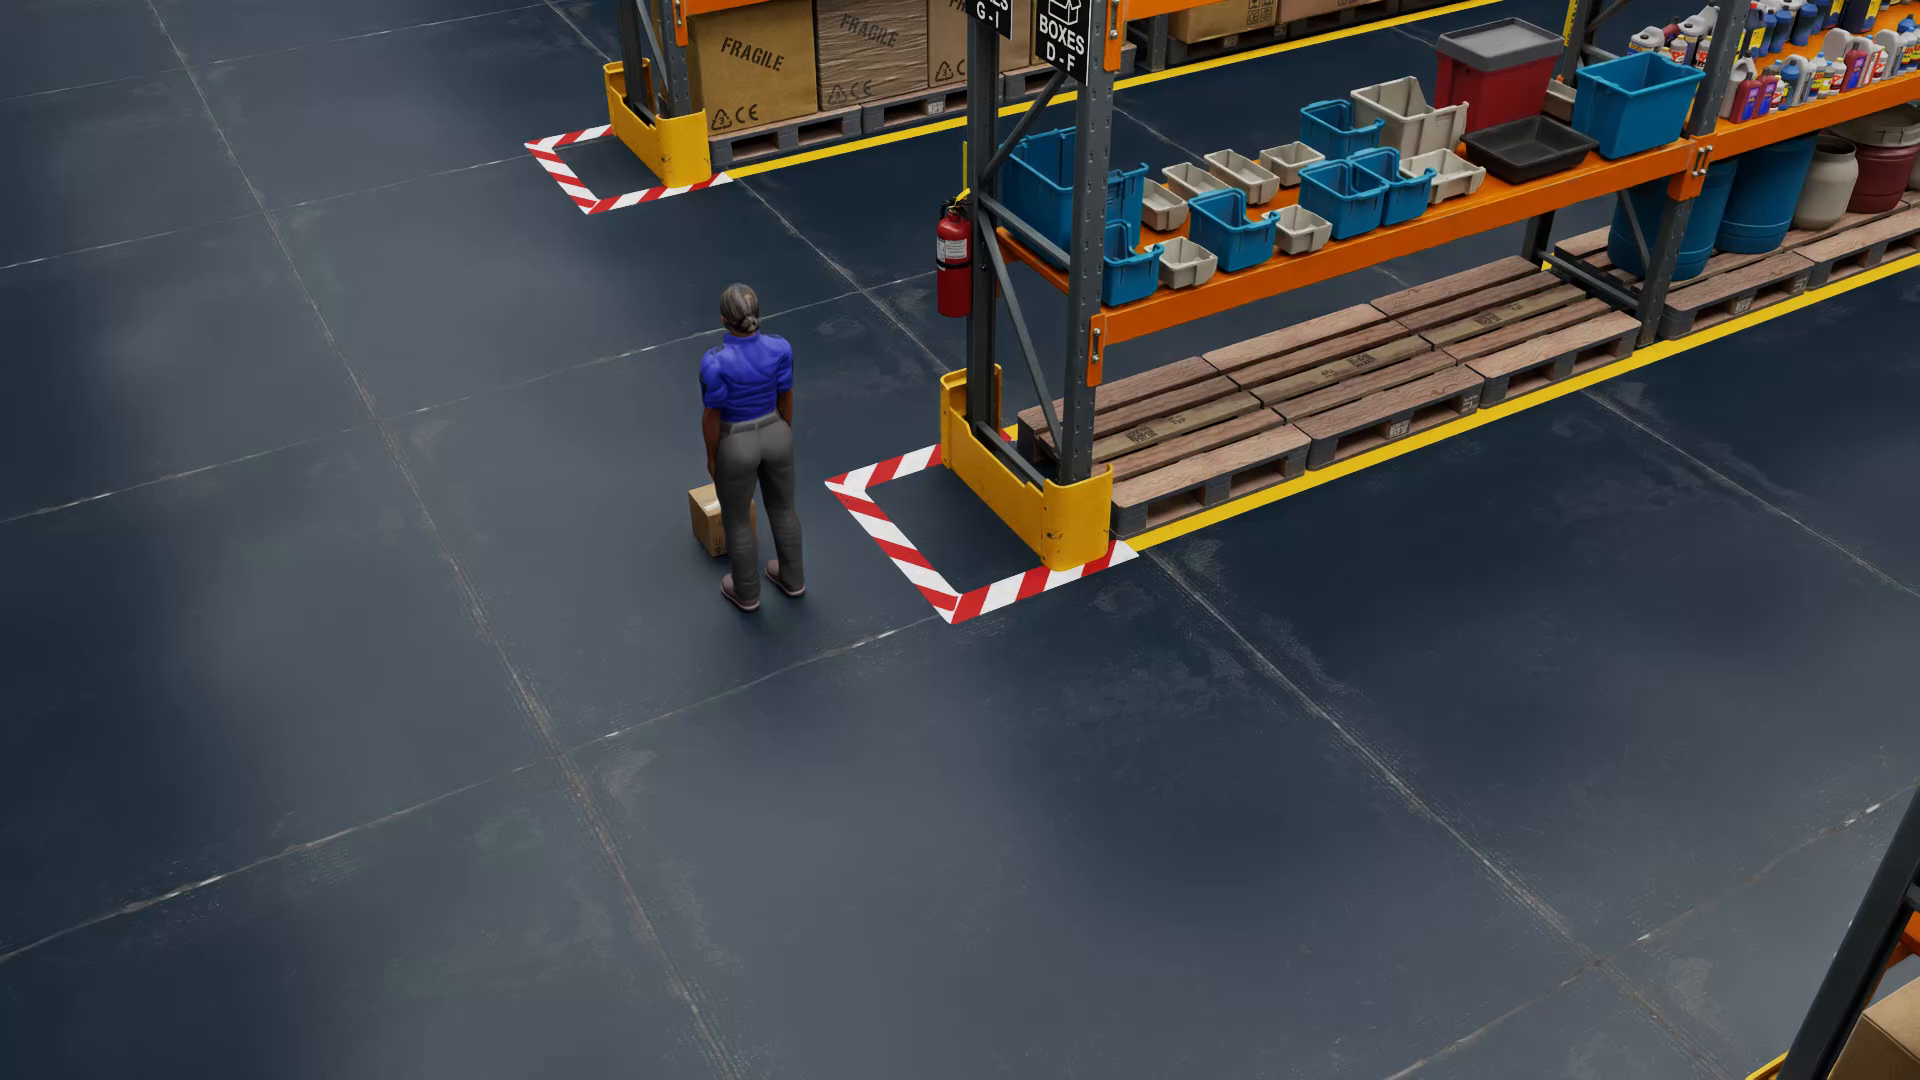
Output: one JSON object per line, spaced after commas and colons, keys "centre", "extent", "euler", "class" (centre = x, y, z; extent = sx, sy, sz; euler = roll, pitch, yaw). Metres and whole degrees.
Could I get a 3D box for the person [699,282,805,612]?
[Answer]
{"centre": [-0.947, -0.418, 7.484], "extent": [0.436, 1.663, 0.314], "euler": [-18, 41, -23], "class": "person"}
